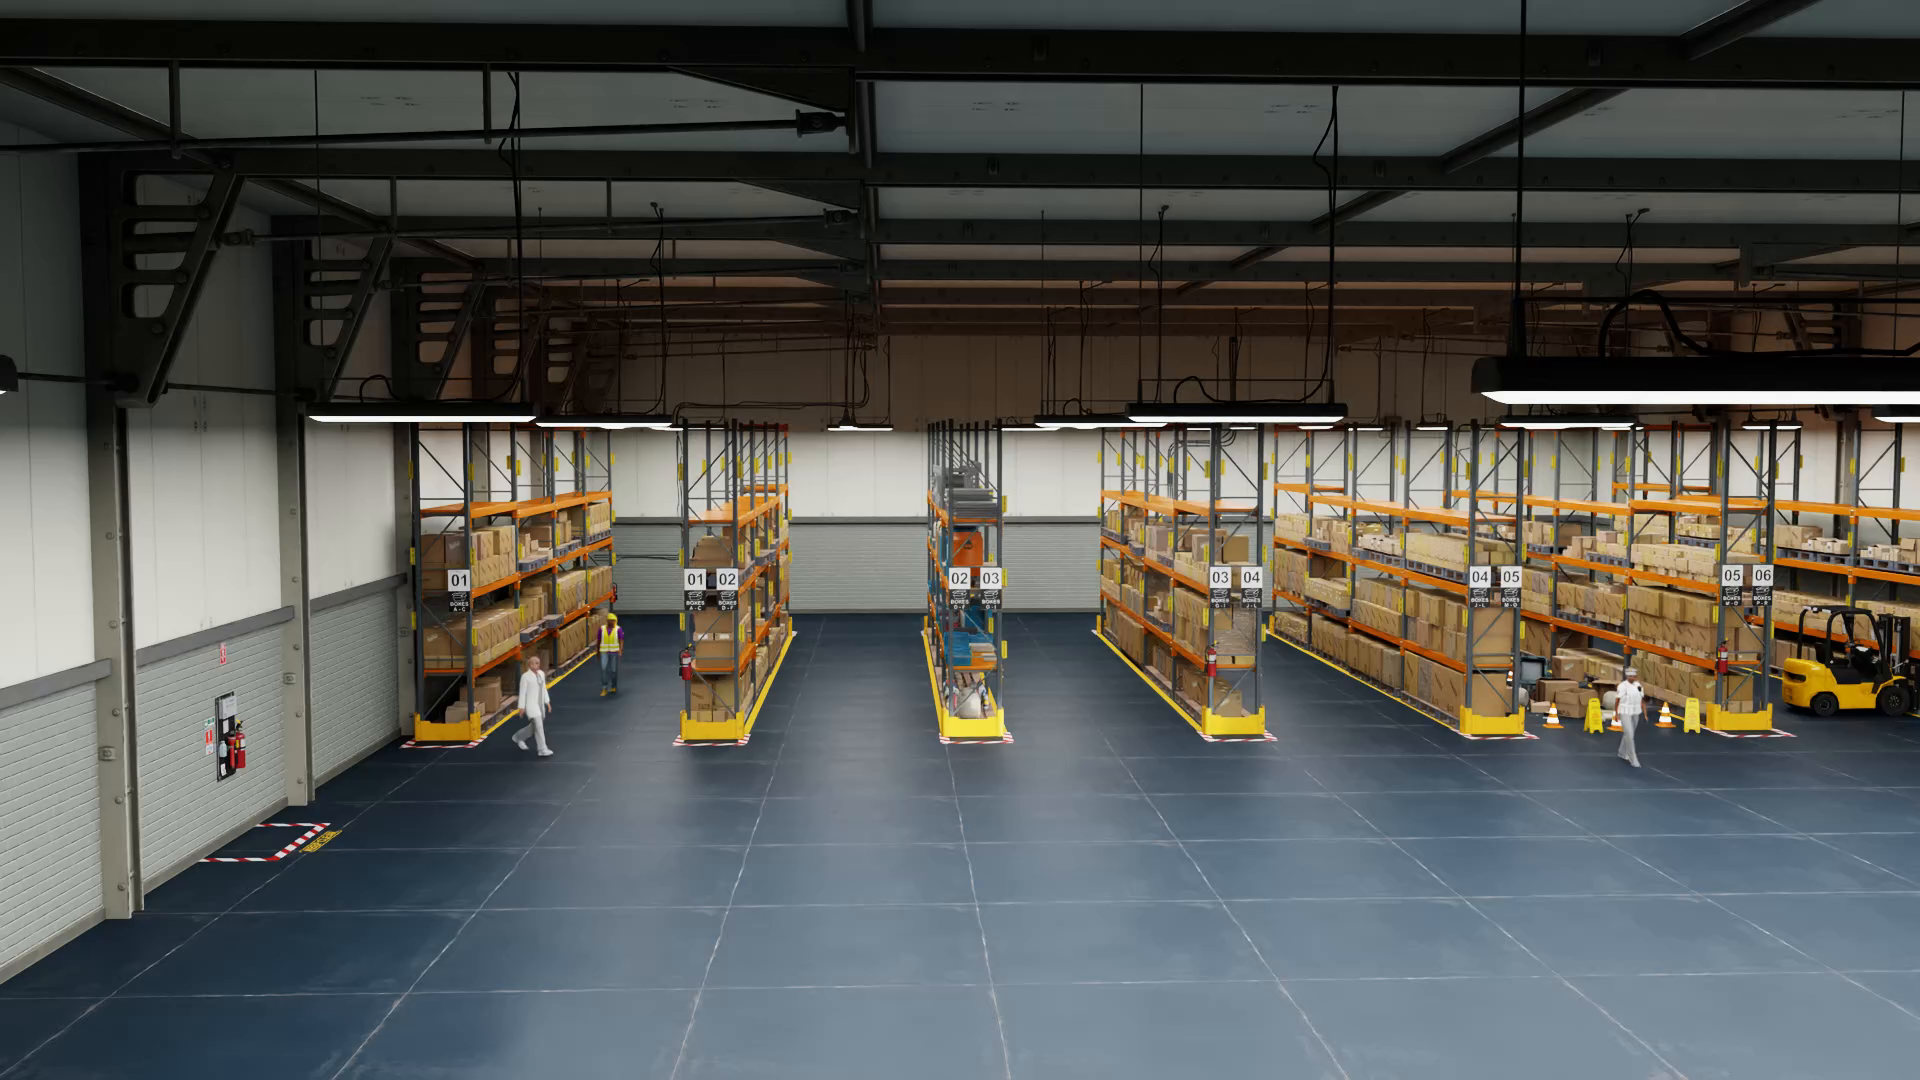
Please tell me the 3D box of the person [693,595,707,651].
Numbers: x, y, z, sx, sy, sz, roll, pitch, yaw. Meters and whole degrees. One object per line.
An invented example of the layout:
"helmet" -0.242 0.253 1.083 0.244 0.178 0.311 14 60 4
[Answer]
"person" -6.756 2.099 43.669 0.548 1.649 0.401 0 4 -1

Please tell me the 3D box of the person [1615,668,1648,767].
"person" 11.656 3.064 28.861 0.466 1.704 0.733 -1 4 -14

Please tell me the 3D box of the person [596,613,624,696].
"person" -7.700 2.516 36.551 0.595 1.789 0.685 -1 4 -9

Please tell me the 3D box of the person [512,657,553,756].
"person" -7.617 2.947 29.681 1.053 1.740 0.631 2 4 24
